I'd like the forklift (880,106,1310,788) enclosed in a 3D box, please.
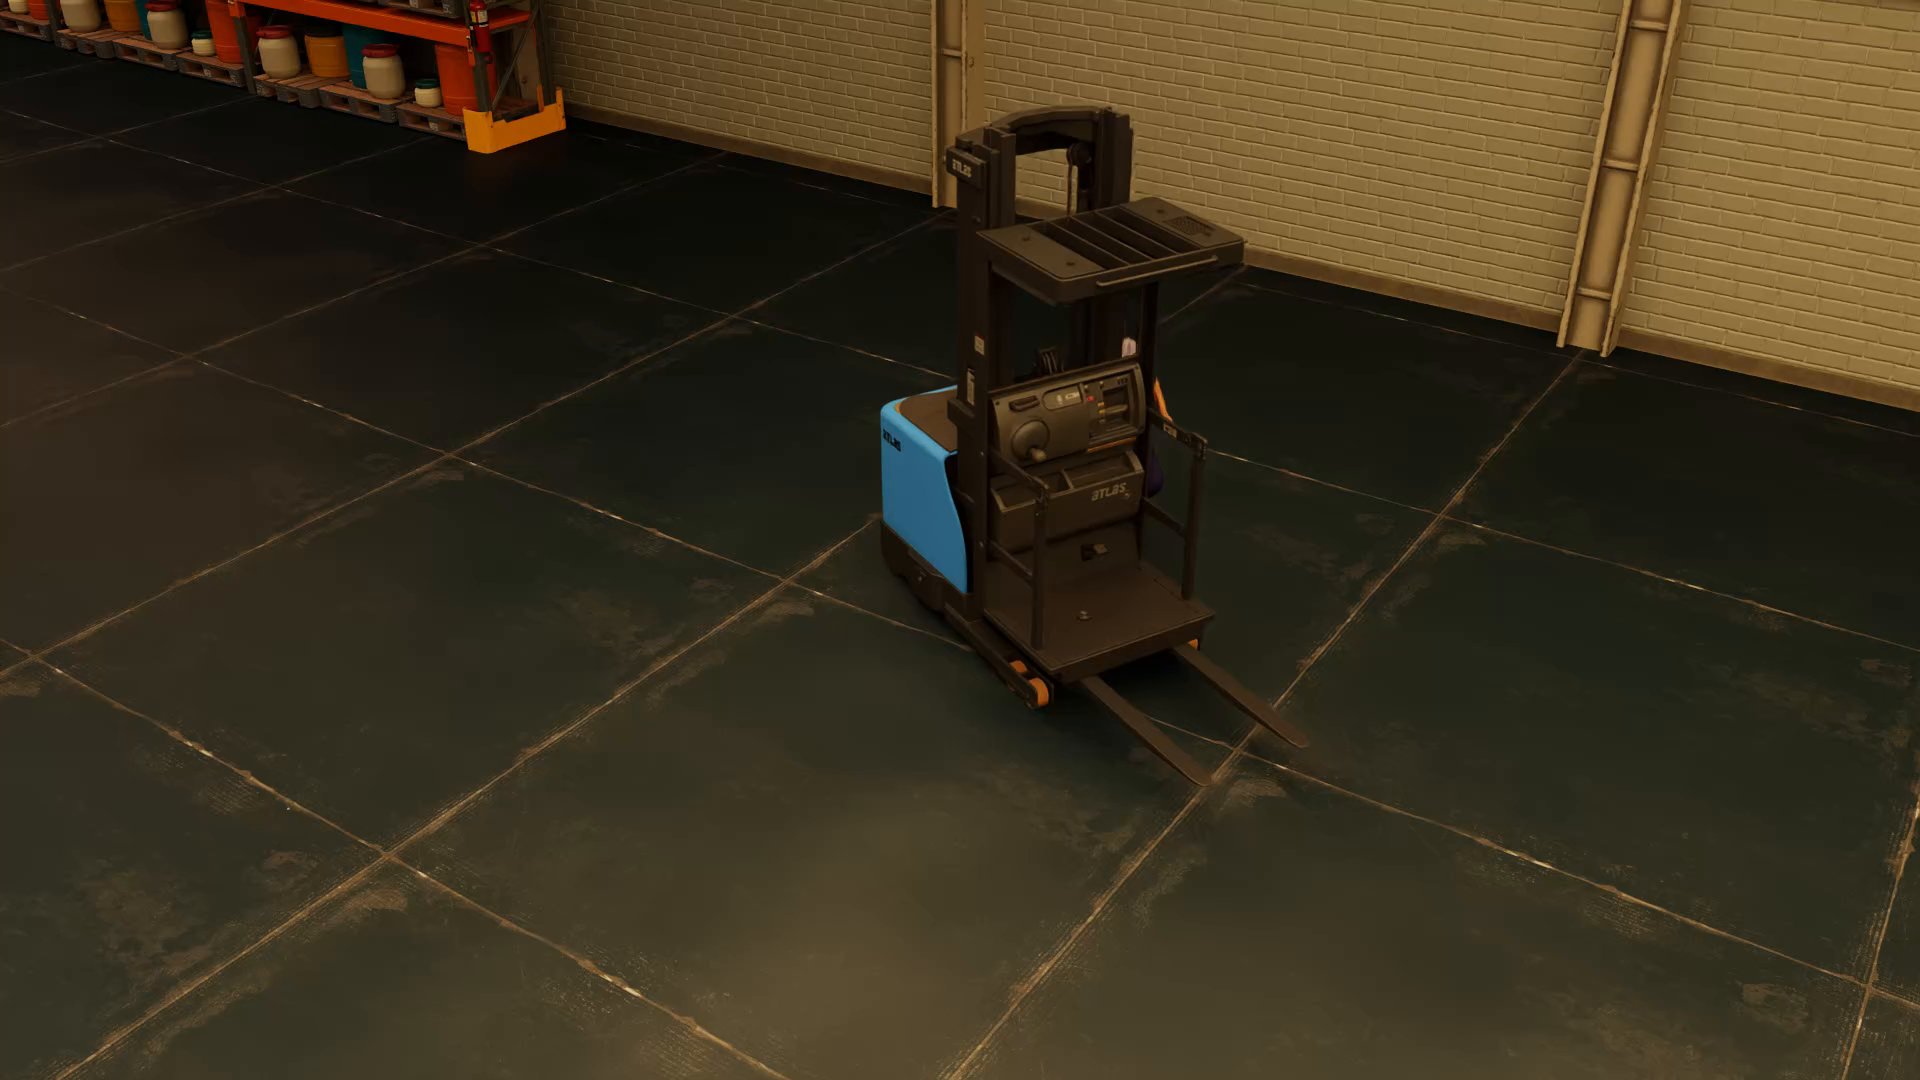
[{"bbox_3d":[0.696,-0.625,8.658,1.130,2.935,3.031,-16,34,-26],"label":"forklift"}]

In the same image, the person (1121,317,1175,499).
[{"bbox_3d":[0.958,-0.618,10.018,0.763,1.550,0.638,-14,33,-23],"label":"person"}]
